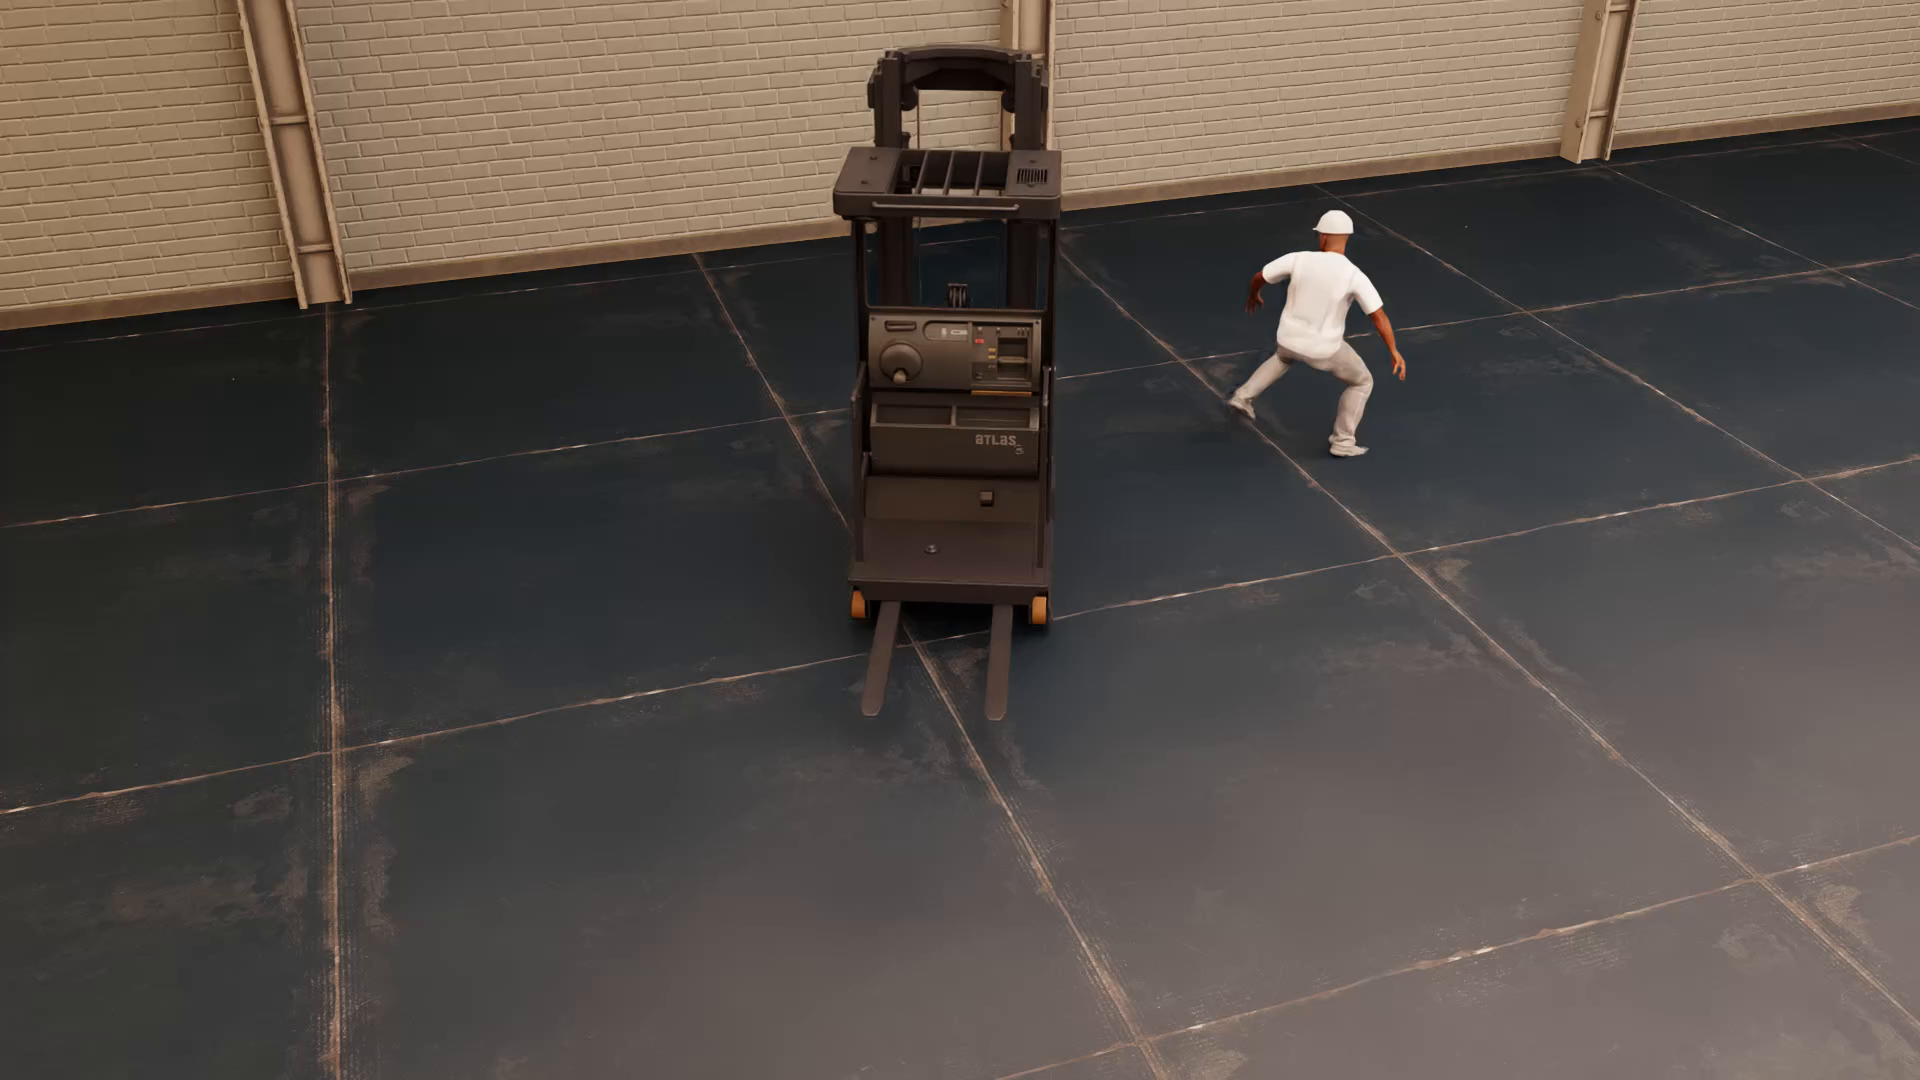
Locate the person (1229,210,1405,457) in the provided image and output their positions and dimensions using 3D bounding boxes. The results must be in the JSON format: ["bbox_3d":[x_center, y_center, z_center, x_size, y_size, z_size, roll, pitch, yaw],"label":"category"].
[{"bbox_3d":[2.350,-1.315,10.744,1.182,1.645,0.511,22,37,33],"label":"person"}]

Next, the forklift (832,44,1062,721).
[{"bbox_3d":[-0.039,-0.967,8.767,1.130,2.935,3.031,2,30,3],"label":"forklift"}]
